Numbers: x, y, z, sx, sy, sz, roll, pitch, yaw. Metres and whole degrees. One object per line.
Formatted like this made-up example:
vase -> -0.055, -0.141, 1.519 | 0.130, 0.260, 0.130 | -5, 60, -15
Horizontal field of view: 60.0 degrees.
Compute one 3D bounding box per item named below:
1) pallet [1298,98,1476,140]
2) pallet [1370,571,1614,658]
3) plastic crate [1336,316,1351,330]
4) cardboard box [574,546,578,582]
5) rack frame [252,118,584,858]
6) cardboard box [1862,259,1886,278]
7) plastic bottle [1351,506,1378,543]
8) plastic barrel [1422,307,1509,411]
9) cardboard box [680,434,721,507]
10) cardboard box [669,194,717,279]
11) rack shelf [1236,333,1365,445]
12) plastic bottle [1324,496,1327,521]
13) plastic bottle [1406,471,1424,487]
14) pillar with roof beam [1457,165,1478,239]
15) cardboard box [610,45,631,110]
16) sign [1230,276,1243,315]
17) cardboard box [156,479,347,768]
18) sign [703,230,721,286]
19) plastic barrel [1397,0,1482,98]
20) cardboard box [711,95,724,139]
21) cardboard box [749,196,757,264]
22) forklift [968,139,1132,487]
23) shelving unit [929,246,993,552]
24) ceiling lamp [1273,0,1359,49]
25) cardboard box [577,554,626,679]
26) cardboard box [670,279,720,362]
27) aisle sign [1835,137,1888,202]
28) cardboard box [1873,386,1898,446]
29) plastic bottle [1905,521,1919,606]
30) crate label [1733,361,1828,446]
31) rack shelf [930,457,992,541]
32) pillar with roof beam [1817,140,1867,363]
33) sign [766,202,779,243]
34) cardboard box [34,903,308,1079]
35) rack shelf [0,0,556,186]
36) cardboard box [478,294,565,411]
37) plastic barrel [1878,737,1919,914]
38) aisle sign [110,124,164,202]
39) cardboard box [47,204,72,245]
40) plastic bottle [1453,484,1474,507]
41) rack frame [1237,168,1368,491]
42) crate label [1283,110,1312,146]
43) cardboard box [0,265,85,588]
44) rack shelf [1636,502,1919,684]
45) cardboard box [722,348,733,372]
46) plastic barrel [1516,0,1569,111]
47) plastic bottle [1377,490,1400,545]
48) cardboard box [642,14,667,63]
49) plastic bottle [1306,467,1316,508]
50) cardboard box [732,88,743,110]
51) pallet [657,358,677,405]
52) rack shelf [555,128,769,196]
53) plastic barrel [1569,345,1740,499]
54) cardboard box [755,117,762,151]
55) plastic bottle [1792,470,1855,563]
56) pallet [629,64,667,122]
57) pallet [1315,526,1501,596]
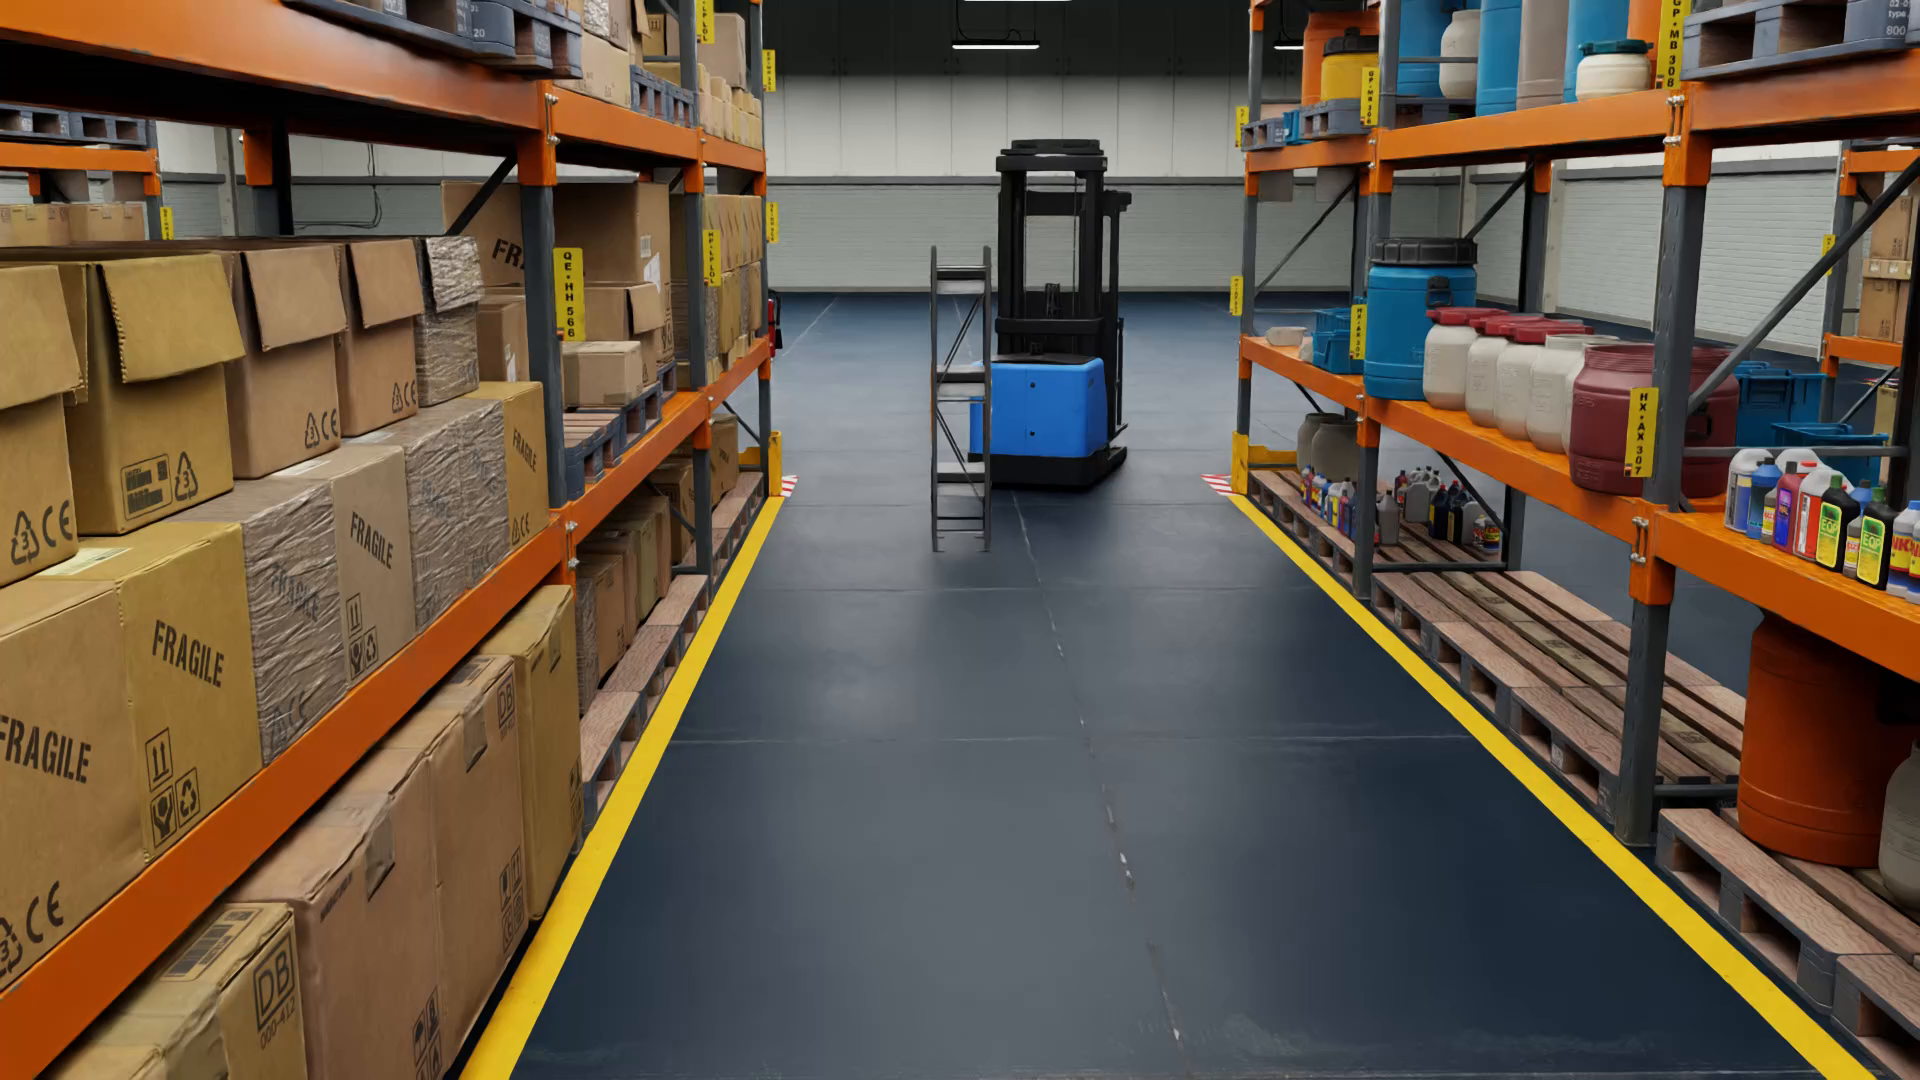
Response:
pallet -> 2.825, -2.630, 10.409 | 1.213, 0.211, 1.003 | 0, 11, -1
pallet -> 2.993, 0.413, 9.493 | 1.003, 0.211, 1.213 | 0, 11, -1
plastic crate -> 3.173, -1.604, 12.797 | 0.499, 0.251, 0.408 | 0, 11, -1
cardboard box -> -1.996, 0.109, 7.270 | 0.500, 0.250, 0.500 | 1, 12, 5
rack frame -> -1.931, -0.294, 5.964 | 1.000, 3.000, 0.127 | 0, 11, -1
cardboard box -> 7.601, -2.212, 13.537 | 0.380, 0.149, 0.250 | 0, 11, -2
plastic bottle -> 2.637, -0.154, 10.829 | 0.144, 0.351, 0.185 | -1, 11, -3
plastic barrel -> 2.739, -0.985, 9.029 | 0.433, 0.535, 0.433 | 0, 11, 0
cardboard box -> -2.060, -0.498, 12.199 | 0.500, 0.500, 0.500 | 1, 11, 4
cardboard box -> -1.769, -1.865, 10.191 | 0.500, 0.500, 0.500 | 0, 11, -1
rack shelf -> 2.897, -1.155, 12.015 | 1.077, 0.370, 4.000 | 0, 11, -1
plastic bottle -> 2.597, -0.239, 11.623 | 0.097, 0.201, 0.097 | 0, 11, 0
plastic bottle -> 3.309, -0.372, 12.092 | 0.152, 0.276, 0.135 | 0, 11, -1
pillar with roof beam -> 8.716, -10.696, 42.147 | 9.100, 9.000, 0.548 | 0, 11, -1
cardboard box -> -1.717, -1.989, 7.153 | 0.500, 0.250, 0.500 | 0, 11, 0
sign -> 2.305, -2.039, 13.869 | 0.100, 0.325, 0.005 | 0, 11, -1
cardboard box -> -1.629, 0.160, 3.474 | 0.500, 0.500, 0.500 | 0, 11, -2
sign -> -1.459, -1.660, 9.783 | 0.100, 0.325, 0.005 | 0, 11, -1
plastic barrel -> 3.025, -3.229, 10.572 | 0.600, 0.901, 0.708 | 0, 11, -1
cardboard box -> -1.783, -2.681, 10.565 | 0.500, 0.250, 0.500 | 0, 11, -2
cardboard box -> -1.822, -2.361, 12.640 | 0.500, 0.500, 0.500 | 0, 11, -1
forklift -> 0.943, -2.134, 15.204 | 1.130, 2.935, 3.031 | 3, 12, 15
shelving unit -> 0.003, -0.996, 11.688 | 0.431, 2.100, 0.503 | 0, 11, -1
ceiling lamp -> 8.140, -12.786, 37.767 | 2.000, 3.185, 0.800 | 0, 11, -1
cardboard box -> -2.008, 0.359, 7.924 | 0.700, 0.500, 0.500 | 1, 11, 4
cardboard box -> -1.961, -1.374, 10.286 | 0.875, 0.500, 0.500 | 0, 11, -1
aisle sign -> 7.500, -3.210, 13.800 | 0.394, 0.787, 0.004 | 0, 11, -1
cardboard box -> 7.609, -0.943, 13.137 | 0.500, 0.500, 0.500 | 0, 11, -1
plastic bottle -> 2.701, 0.043, 4.627 | 0.097, 0.271, 0.097 | 0, 11, 0
crate label -> 3.271, -0.530, 7.040 | 0.502, 0.435, 0.616 | 0, 11, -1
rack shelf -> 0.003, -0.297, 11.830 | 0.431, 0.518, 0.480 | 0, 11, -1
pillar with roof beam -> 9.088, -7.118, 24.510 | 9.100, 9.000, 0.400 | 0, 11, -1
sign -> -1.541, -2.605, 13.648 | 0.100, 0.325, 0.005 | 0, 11, -1
cardboard box -> -1.882, 1.209, 2.841 | 1.225, 0.875, 0.875 | 0, 11, -1
rack shelf -> -1.890, -1.014, 3.778 | 1.077, 0.370, 4.000 | 0, 11, -1
cardboard box -> -2.094, -0.767, 6.986 | 0.700, 0.500, 0.500 | 1, 12, 7
plastic barrel -> 3.149, 0.908, 5.240 | 0.421, 0.512, 0.421 | 0, 11, 0
aisle sign -> -6.759, -3.173, 13.619 | 0.394, 0.787, 0.004 | 0, 11, -1
cardboard box -> -7.109, -2.192, 12.226 | 0.875, 0.550, 0.550 | 0, 11, -1
plastic bottle -> 3.336, -0.189, 11.003 | 0.144, 0.351, 0.185 | 0, 11, 0
rack frame -> 2.855, -1.905, 13.903 | 1.000, 3.000, 0.127 | 0, 11, -1
crate label -> 2.564, -2.928, 11.779 | 0.502, 0.251, 0.408 | 0, 11, -1
cardboard box -> -1.870, -0.167, 2.561 | 0.797, 0.503, 0.637 | -1, 11, -3
rack shelf -> 3.062, 0.436, 4.177 | 1.077, 0.370, 4.000 | 0, 11, -1
cardboard box -> -1.721, -1.209, 11.106 | 0.380, 0.149, 0.250 | 0, 11, -1
plastic barrel -> 3.179, -2.595, 8.501 | 0.600, 0.901, 0.600 | 0, 11, 0
plastic bottle -> 2.781, -0.154, 10.832 | 0.144, 0.351, 0.185 | 0, 11, -1
cardboard box -> -2.336, -3.498, 11.955 | 0.500, 0.500, 0.500 | 0, 11, -1
plastic bottle -> 2.568, -0.382, 12.125 | 0.061, 0.283, 0.133 | 0, 11, 0
cardboard box -> -1.759, -3.164, 11.939 | 0.380, 0.149, 0.250 | -1, 11, -4
pallet -> -2.143, -0.843, 9.151 | 1.003, 0.211, 1.213 | 0, 11, -1
rack shelf -> -2.055, -2.604, 11.617 | 1.077, 0.370, 4.000 | 0, 11, -1
plastic barrel -> 2.708, -0.472, 6.500 | 0.600, 0.536, 0.708 | 0, 11, -1
cardboard box -> -1.833, -3.186, 13.052 | 0.500, 0.250, 0.500 | 0, 11, 0
plastic bottle -> 2.716, -0.074, 5.193 | 0.152, 0.276, 0.135 | 0, 11, -1
pallet -> -2.083, -2.138, 7.981 | 1.213, 0.211, 1.003 | 0, 11, -1
pallet -> 2.966, 0.123, 10.920 | 1.003, 0.211, 1.213 | 0, 11, -1
